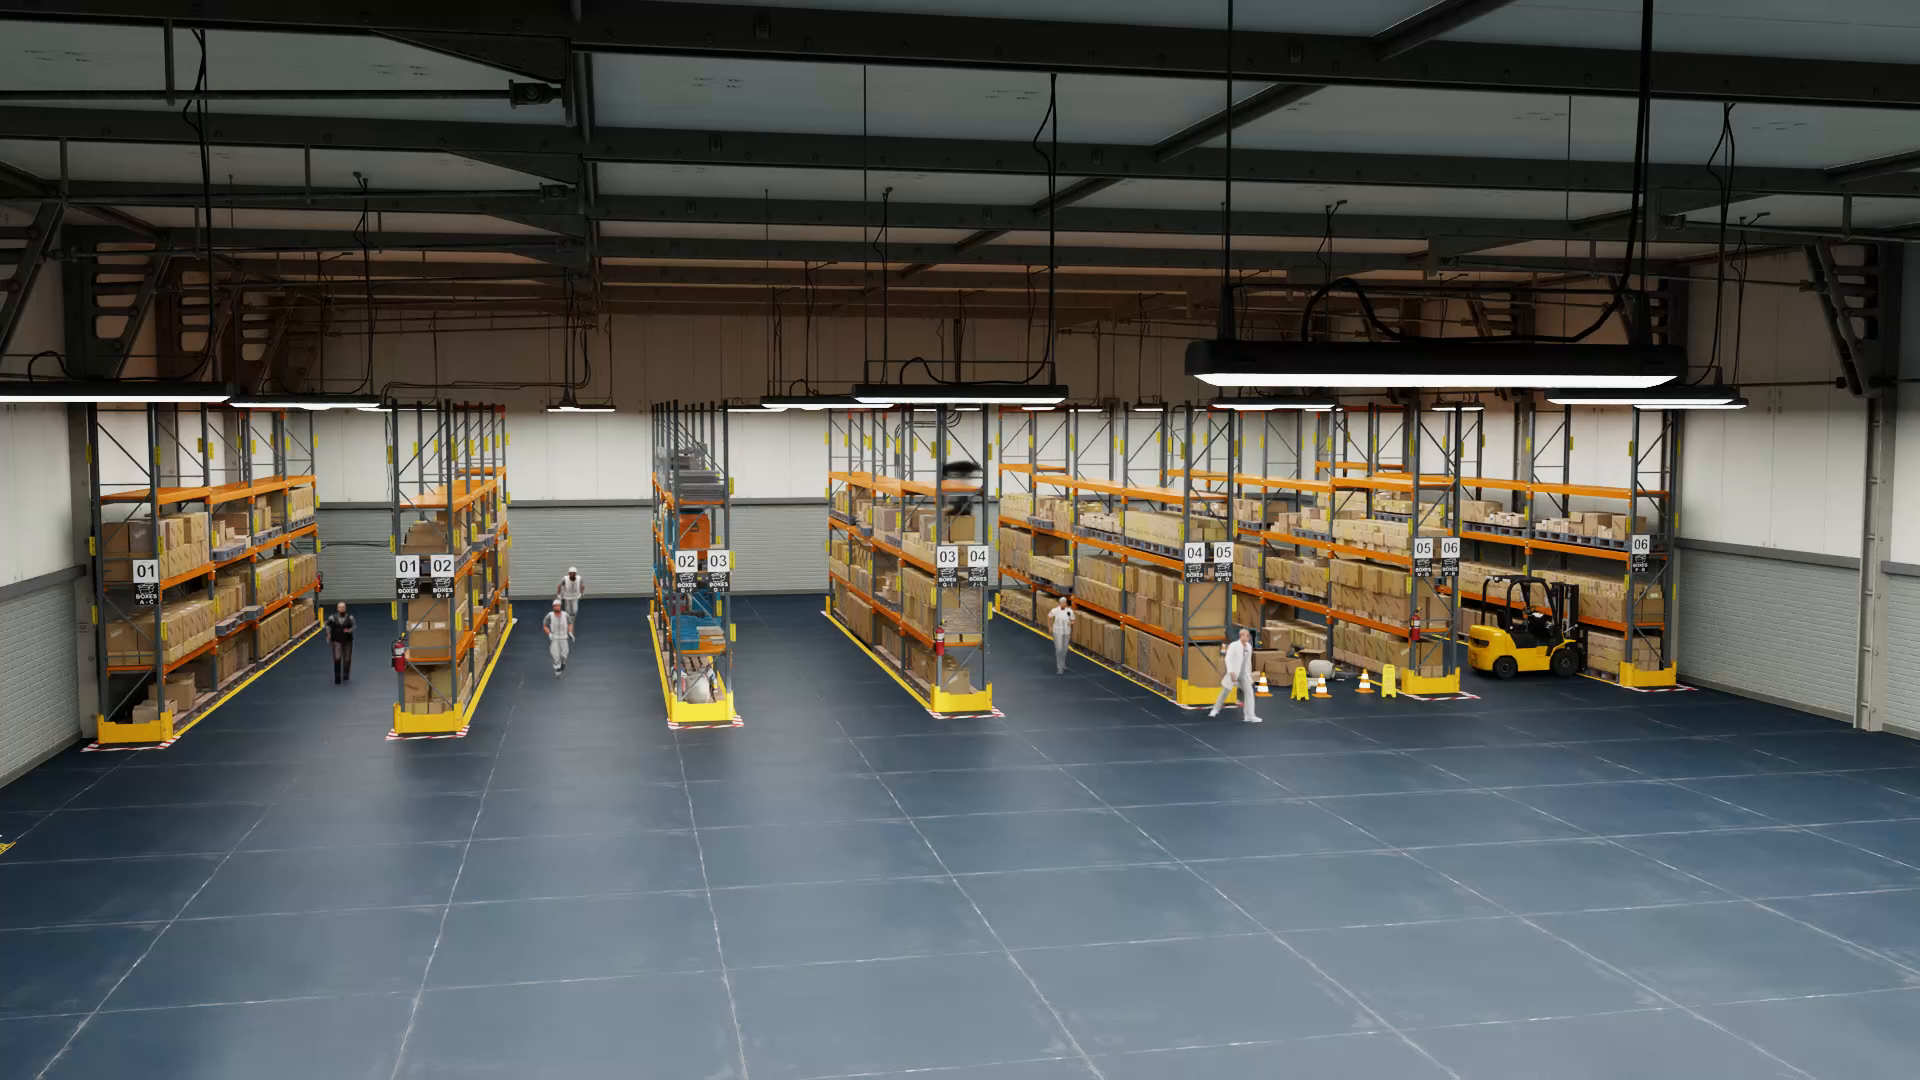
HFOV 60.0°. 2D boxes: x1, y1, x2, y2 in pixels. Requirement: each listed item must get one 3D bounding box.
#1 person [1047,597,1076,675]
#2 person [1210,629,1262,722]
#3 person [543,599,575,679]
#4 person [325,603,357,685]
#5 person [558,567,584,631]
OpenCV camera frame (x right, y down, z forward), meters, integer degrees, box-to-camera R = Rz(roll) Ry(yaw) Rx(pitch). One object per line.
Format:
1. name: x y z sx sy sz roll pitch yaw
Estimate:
1. person: 2.264 2.120 36.943 0.612 1.732 0.776 -1 4 -12
2. person: 5.173 2.510 31.081 0.722 1.717 1.050 -3 5 -32
3. person: -8.708 2.143 36.090 0.659 1.728 0.642 -2 5 -20
4. person: -13.136 2.207 35.325 0.647 1.749 0.725 -2 5 -22
5. person: -10.291 1.556 44.024 0.682 1.709 0.701 -2 5 -26
